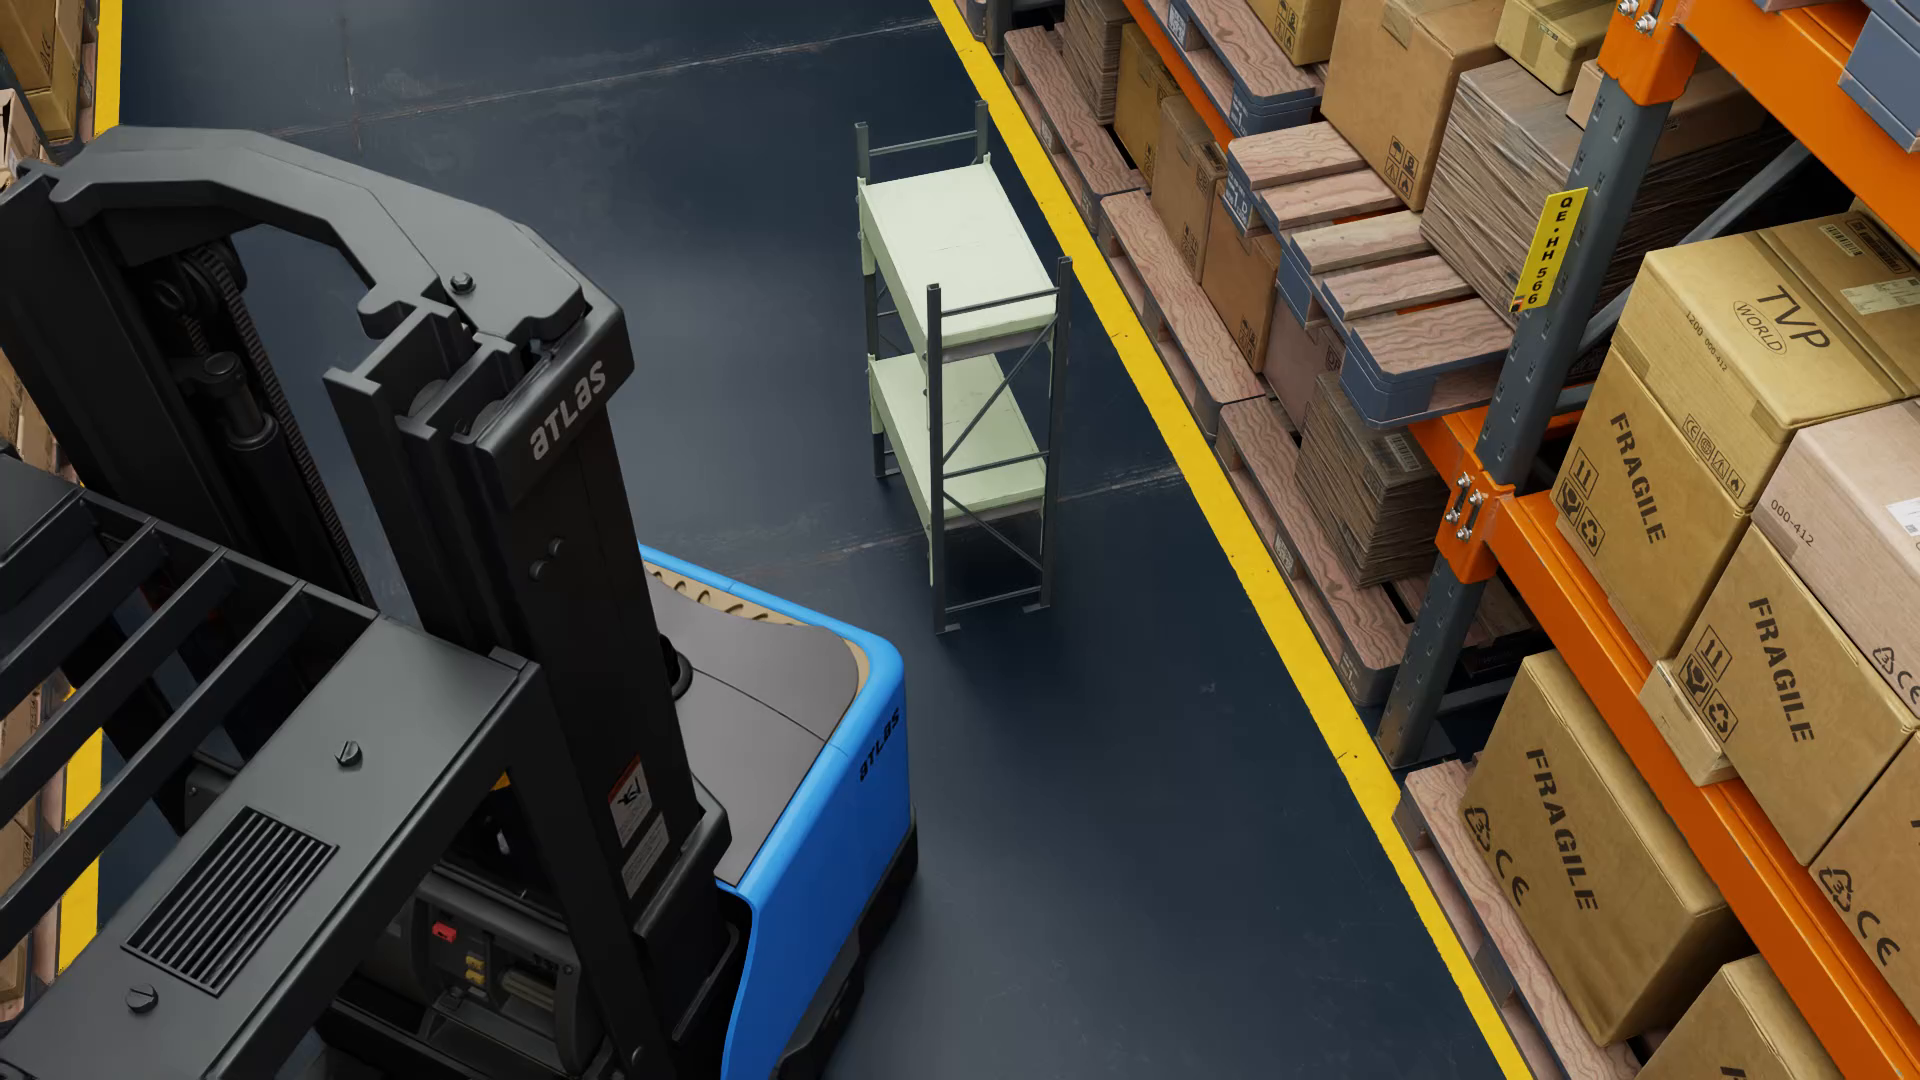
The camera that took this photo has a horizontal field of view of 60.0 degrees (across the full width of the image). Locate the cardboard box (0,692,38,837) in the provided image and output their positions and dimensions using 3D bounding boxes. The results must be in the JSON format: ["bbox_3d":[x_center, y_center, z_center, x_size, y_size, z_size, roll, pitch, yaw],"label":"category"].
[{"bbox_3d":[-2.961,0.650,4.764,0.500,0.250,0.500,-15,51,-12],"label":"cardboard box"}]

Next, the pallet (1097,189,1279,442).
[{"bbox_3d":[1.207,-0.969,6.429,1.003,0.211,1.213,-13,51,-11],"label":"pallet"}]

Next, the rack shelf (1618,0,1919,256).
[{"bbox_3d":[2.385,0.318,2.028,1.077,0.370,4.000,-13,51,-11],"label":"rack shelf"}]

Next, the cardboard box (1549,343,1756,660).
[{"bbox_3d":[1.693,-0.129,3.624,0.500,0.500,0.500,-12,51,-10],"label":"cardboard box"}]

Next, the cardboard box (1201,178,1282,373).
[{"bbox_3d":[1.316,-1.017,5.992,0.700,0.500,0.500,-14,51,-11],"label":"cardboard box"}]

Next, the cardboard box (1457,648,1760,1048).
[{"bbox_3d":[1.886,0.717,4.315,0.750,0.750,0.750,-14,51,-11],"label":"cardboard box"}]

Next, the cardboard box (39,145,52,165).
[{"bbox_3d":[-3.721,-1.218,6.339,0.500,0.250,0.500,-14,51,-11],"label":"cardboard box"}]

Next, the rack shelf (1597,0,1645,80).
[{"bbox_3d":[1.202,-2.603,4.491,1.077,0.370,4.000,-13,51,-11],"label":"rack shelf"}]

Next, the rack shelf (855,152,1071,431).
[{"bbox_3d":[-0.002,-0.740,4.882,0.431,0.370,0.720,-13,51,-11],"label":"rack shelf"}]

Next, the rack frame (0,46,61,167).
[{"bbox_3d":[-4.120,-2.206,5.648,1.000,3.000,0.127,-13,51,-11],"label":"rack frame"}]

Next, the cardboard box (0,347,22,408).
[{"bbox_3d":[-3.421,-0.661,5.503,0.500,0.311,0.500,-13,51,-11],"label":"cardboard box"}]

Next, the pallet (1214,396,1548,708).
[{"bbox_3d":[1.564,-0.080,5.679,1.003,0.211,1.213,-13,51,-11],"label":"pallet"}]

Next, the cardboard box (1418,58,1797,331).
[{"bbox_3d":[1.645,-0.922,4.213,0.700,0.500,0.500,-19,52,-15],"label":"cardboard box"}]

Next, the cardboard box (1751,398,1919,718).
[{"bbox_3d":[1.841,-0.001,3.026,0.500,0.250,0.500,-14,51,-11],"label":"cardboard box"}]

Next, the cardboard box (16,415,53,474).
[{"bbox_3d":[-3.272,-0.103,5.398,0.500,0.250,0.500,-12,51,-10],"label":"cardboard box"}]

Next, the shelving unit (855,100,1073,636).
[{"bbox_3d":[-0.002,-0.488,5.181,0.431,1.500,0.755,-13,51,-11],"label":"shelving unit"}]

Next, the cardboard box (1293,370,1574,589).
[{"bbox_3d":[1.531,-0.258,5.352,0.700,0.500,0.500,-13,51,-10],"label":"cardboard box"}]

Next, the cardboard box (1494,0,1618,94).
[{"bbox_3d":[1.554,-1.267,4.079,0.380,0.149,0.250,-21,53,-17],"label":"cardboard box"}]

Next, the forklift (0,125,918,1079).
[{"bbox_3d":[-1.212,0.871,3.098,1.130,2.935,3.031,20,53,16],"label":"forklift"}]

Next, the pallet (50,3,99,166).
[{"bbox_3d":[-4.315,-1.898,7.212,1.003,0.211,1.213,-13,51,-11],"label":"pallet"}]

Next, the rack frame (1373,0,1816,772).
[{"bbox_3d":[1.794,-0.407,4.132,1.000,3.000,0.127,-13,51,-11],"label":"rack frame"}]

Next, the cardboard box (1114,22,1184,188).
[{"bbox_3d":[1.045,-1.765,6.623,0.700,0.500,0.500,-14,51,-12],"label":"cardboard box"}]

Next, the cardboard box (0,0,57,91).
[{"bbox_3d":[-3.958,-2.106,6.597,0.500,0.500,0.500,-13,51,-11],"label":"cardboard box"}]

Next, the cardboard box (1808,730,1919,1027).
[{"bbox_3d":[1.985,0.618,2.994,0.500,0.500,0.500,-14,51,-11],"label":"cardboard box"}]

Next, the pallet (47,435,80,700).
[{"bbox_3d":[-3.501,0.115,5.515,1.003,0.211,1.213,-13,51,-11],"label":"pallet"}]

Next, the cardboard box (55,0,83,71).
[{"bbox_3d":[-4.111,-2.229,7.191,0.500,0.250,0.500,-13,51,-11],"label":"cardboard box"}]

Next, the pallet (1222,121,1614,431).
[{"bbox_3d":[1.481,-0.842,4.623,1.213,0.211,1.003,-13,51,-11],"label":"pallet"}]

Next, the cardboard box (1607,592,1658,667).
[{"bbox_3d":[1.736,0.146,3.816,0.380,0.149,0.250,-13,51,-10],"label":"cardboard box"}]

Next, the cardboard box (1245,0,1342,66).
[{"bbox_3d":[1.255,-1.827,4.976,0.700,0.500,0.500,-13,51,-11],"label":"cardboard box"}]

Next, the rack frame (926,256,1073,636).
[{"bbox_3d":[0.106,-0.221,4.955,0.400,1.500,0.023,-13,51,-11],"label":"rack frame"}]

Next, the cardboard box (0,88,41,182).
[{"bbox_3d":[-3.727,-1.405,6.130,0.500,0.311,0.500,-13,51,-11],"label":"cardboard box"}]
